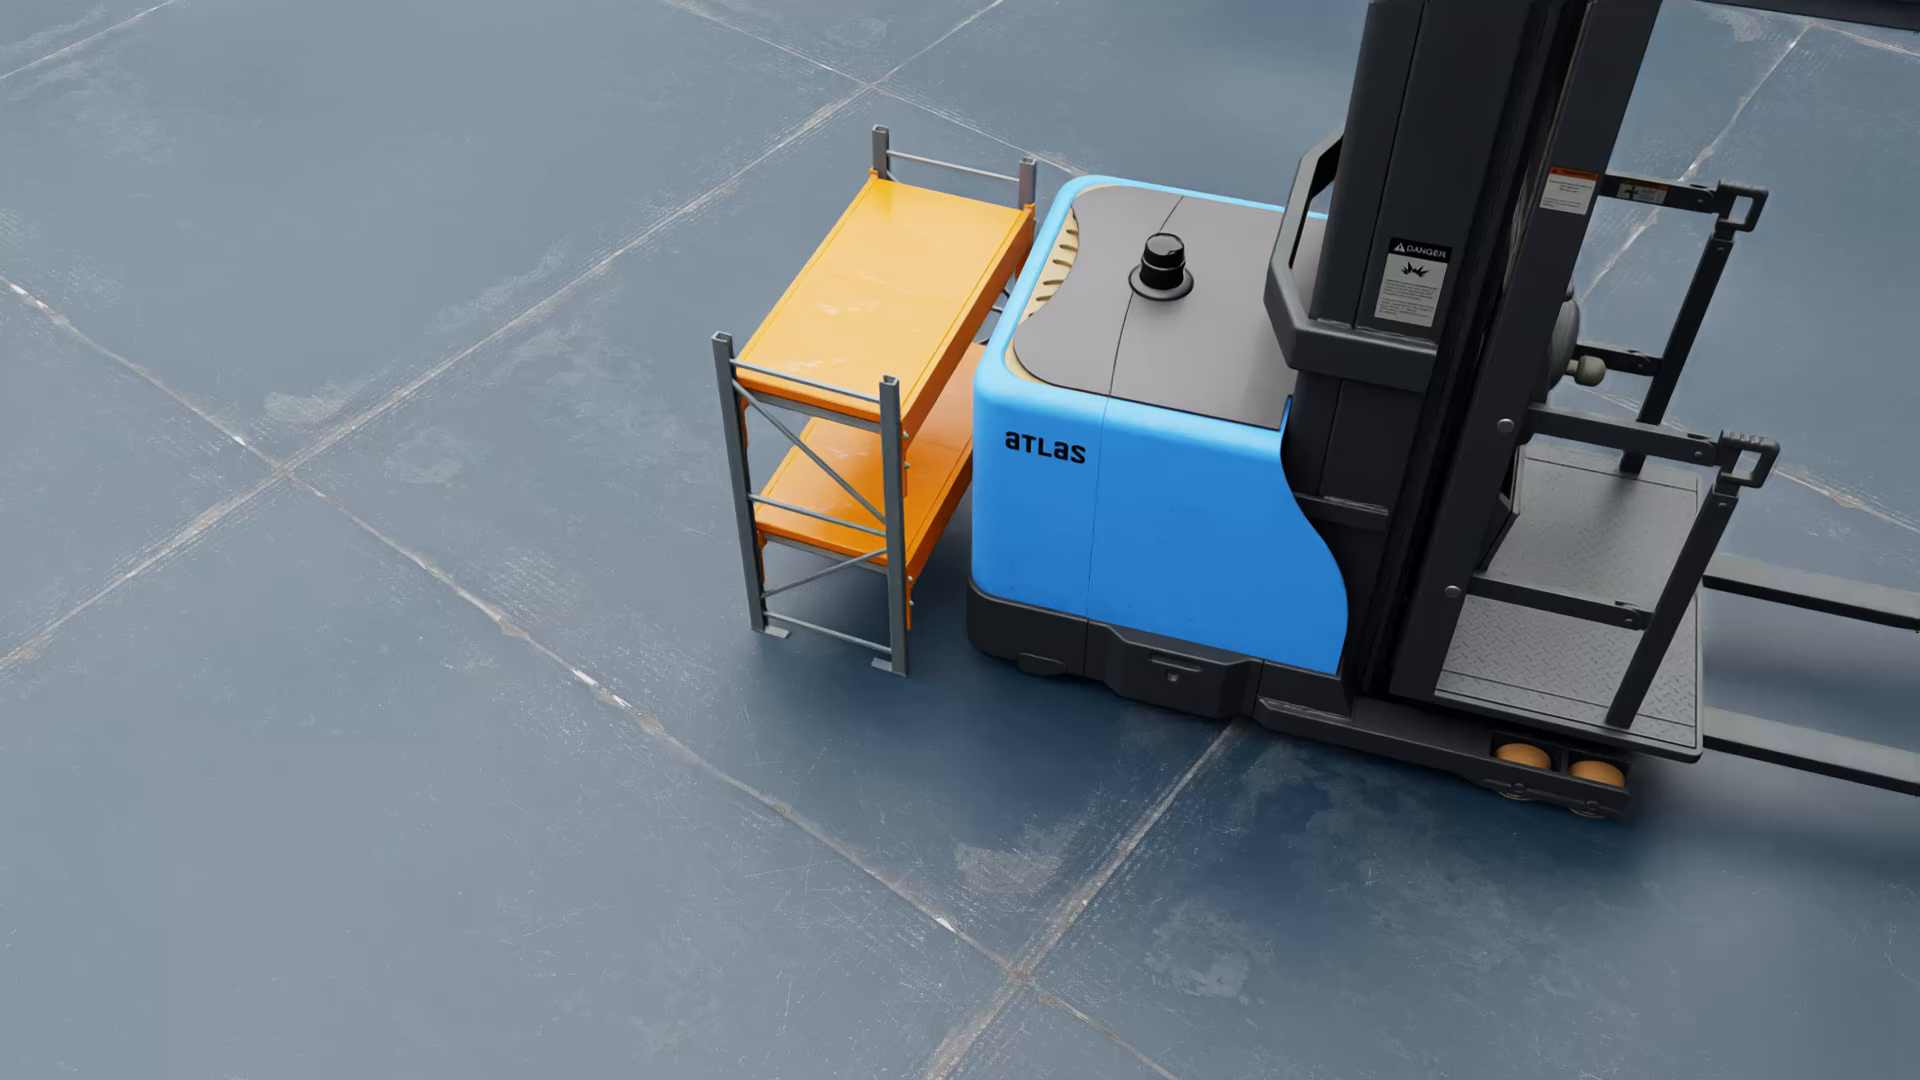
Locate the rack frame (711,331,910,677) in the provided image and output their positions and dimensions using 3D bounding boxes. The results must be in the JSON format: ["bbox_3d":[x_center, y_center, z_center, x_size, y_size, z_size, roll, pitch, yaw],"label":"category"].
[{"bbox_3d":[-0.387,-0.064,4.533,0.500,1.125,0.032,16,48,14],"label":"rack frame"}]

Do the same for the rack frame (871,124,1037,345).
[{"bbox_3d":[-0.019,-0.749,5.188,0.500,1.125,0.032,16,48,14],"label":"rack frame"}]

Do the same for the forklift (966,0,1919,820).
[{"bbox_3d":[1.594,-0.689,3.882,3.031,2.935,1.130,13,48,12],"label":"forklift"}]

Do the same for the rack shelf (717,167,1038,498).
[{"bbox_3d":[-0.203,-0.609,4.649,0.538,0.278,1.000,16,48,14],"label":"rack shelf"}]

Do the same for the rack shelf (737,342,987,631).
[{"bbox_3d":[-0.203,-0.238,5.037,0.538,0.278,1.000,16,48,14],"label":"rack shelf"}]

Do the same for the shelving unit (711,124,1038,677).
[{"bbox_3d":[-0.203,-0.407,4.860,0.538,1.125,1.048,16,48,14],"label":"shelving unit"}]
